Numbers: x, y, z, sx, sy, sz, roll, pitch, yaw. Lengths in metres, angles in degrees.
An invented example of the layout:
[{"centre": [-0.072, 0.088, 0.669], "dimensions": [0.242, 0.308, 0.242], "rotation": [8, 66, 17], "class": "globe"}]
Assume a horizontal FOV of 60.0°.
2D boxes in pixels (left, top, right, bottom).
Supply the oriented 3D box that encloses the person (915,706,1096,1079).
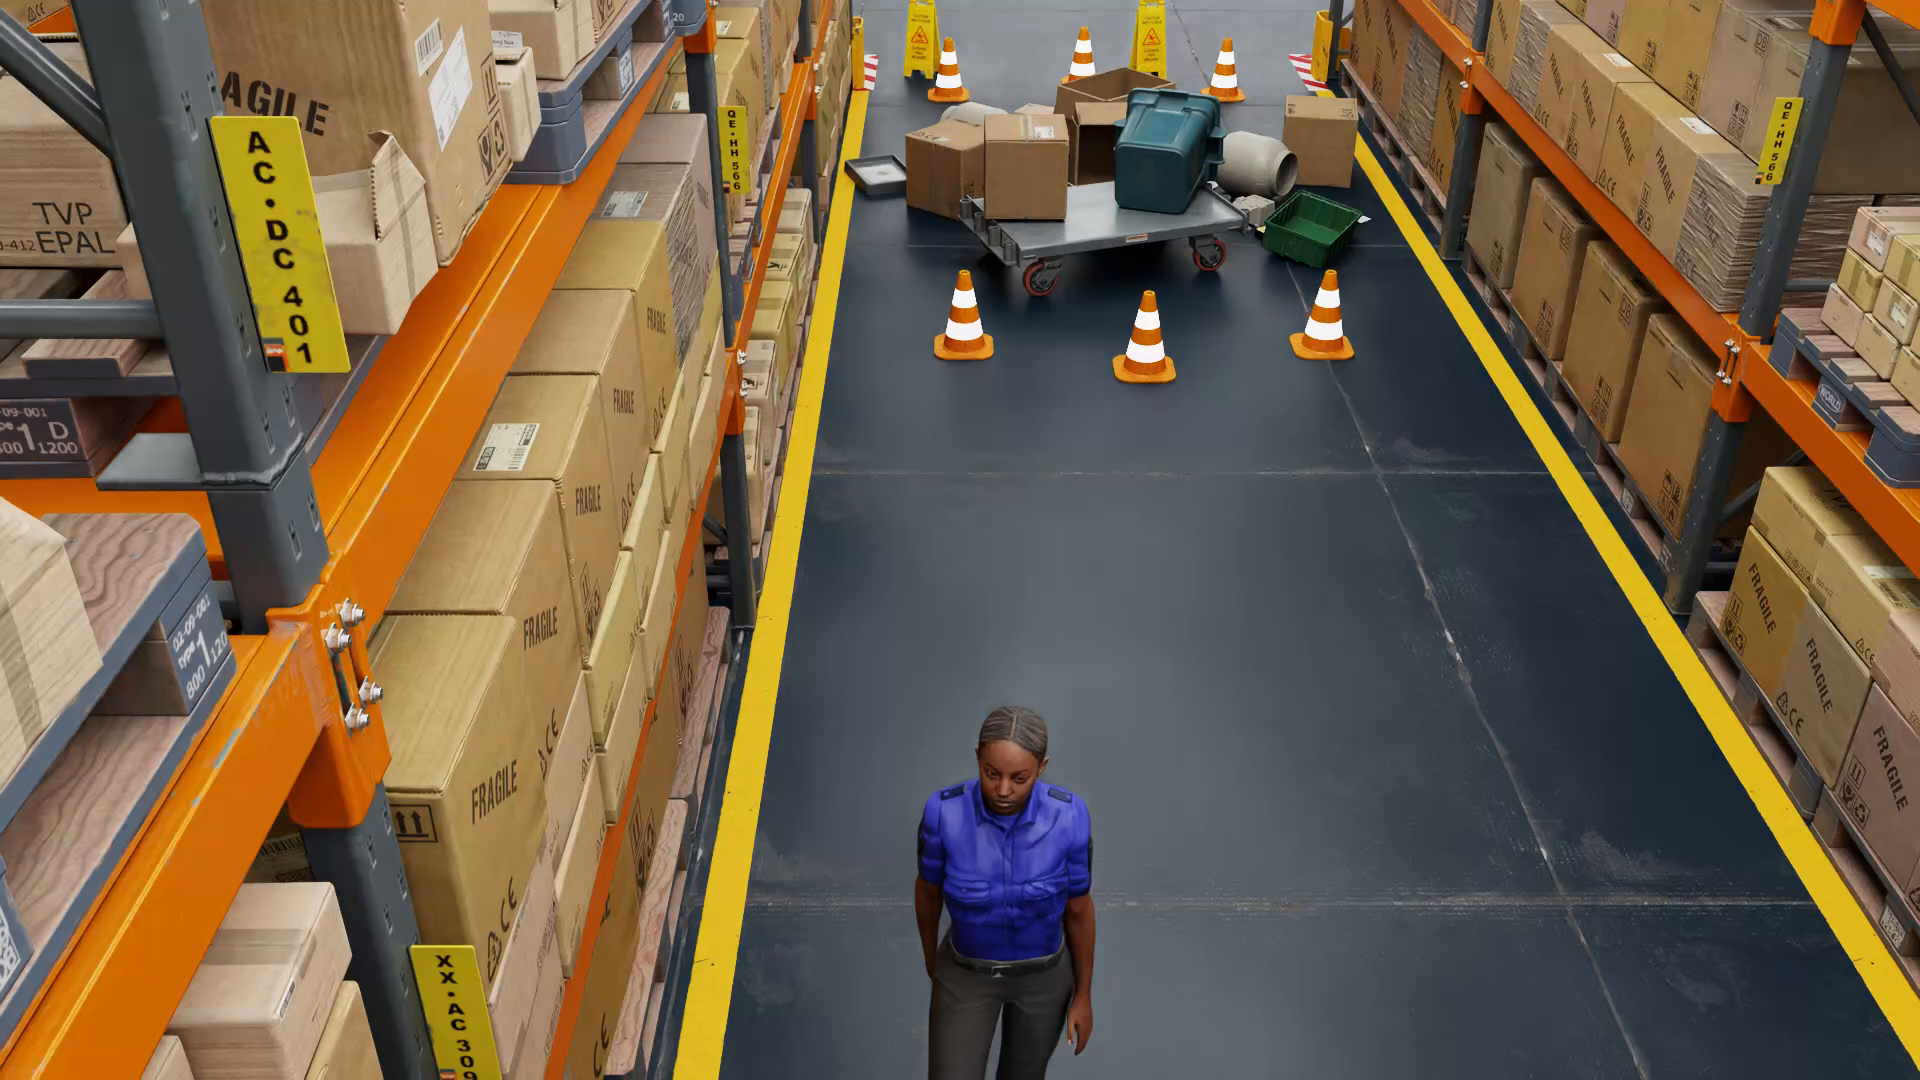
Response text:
[{"centre": [0.114, 1.156, 4.251], "dimensions": [0.455, 1.679, 0.443], "rotation": [0, 32, -1], "class": "person"}]
